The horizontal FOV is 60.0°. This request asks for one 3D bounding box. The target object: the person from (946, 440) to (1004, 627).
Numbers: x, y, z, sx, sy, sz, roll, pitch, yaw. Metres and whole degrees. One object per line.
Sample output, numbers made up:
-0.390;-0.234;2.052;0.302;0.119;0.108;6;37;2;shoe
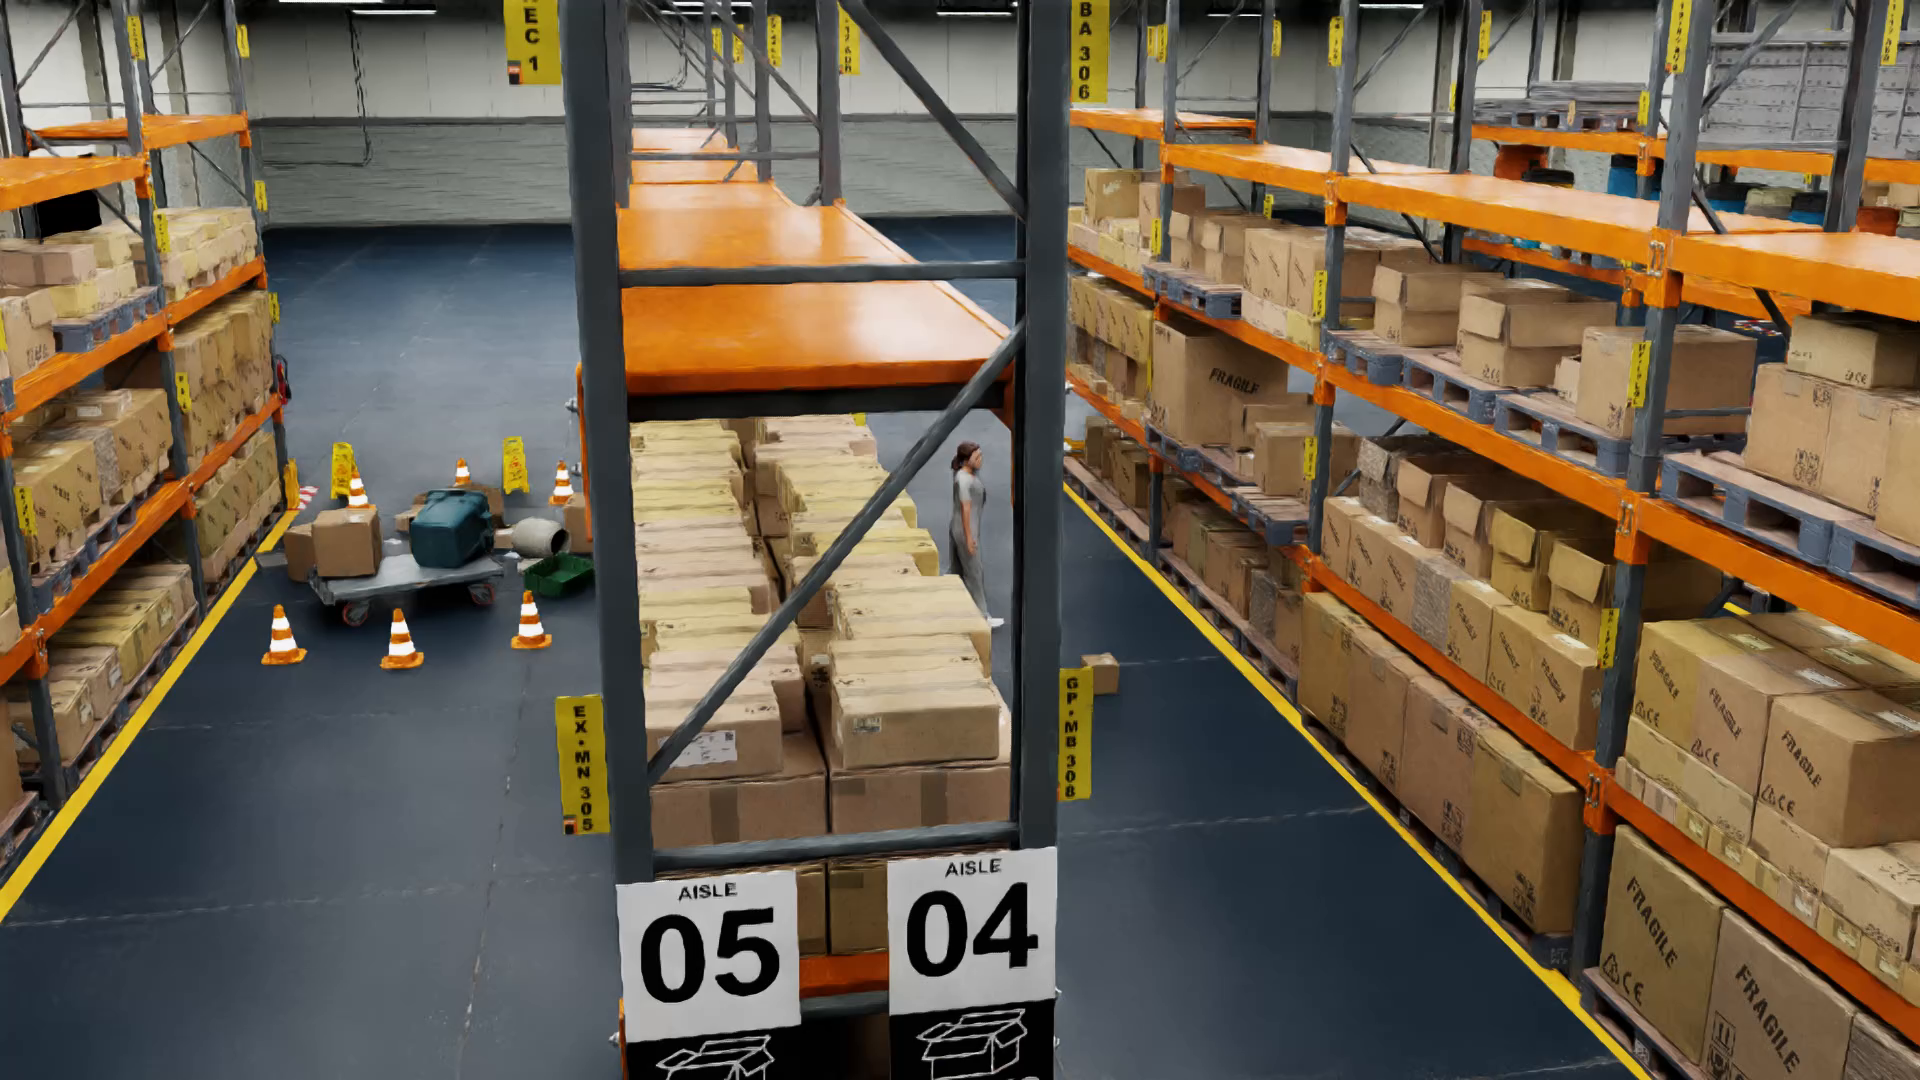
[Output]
0.106;-0.061;14.660;0.569;1.667;0.577;-1;16;-3;person
